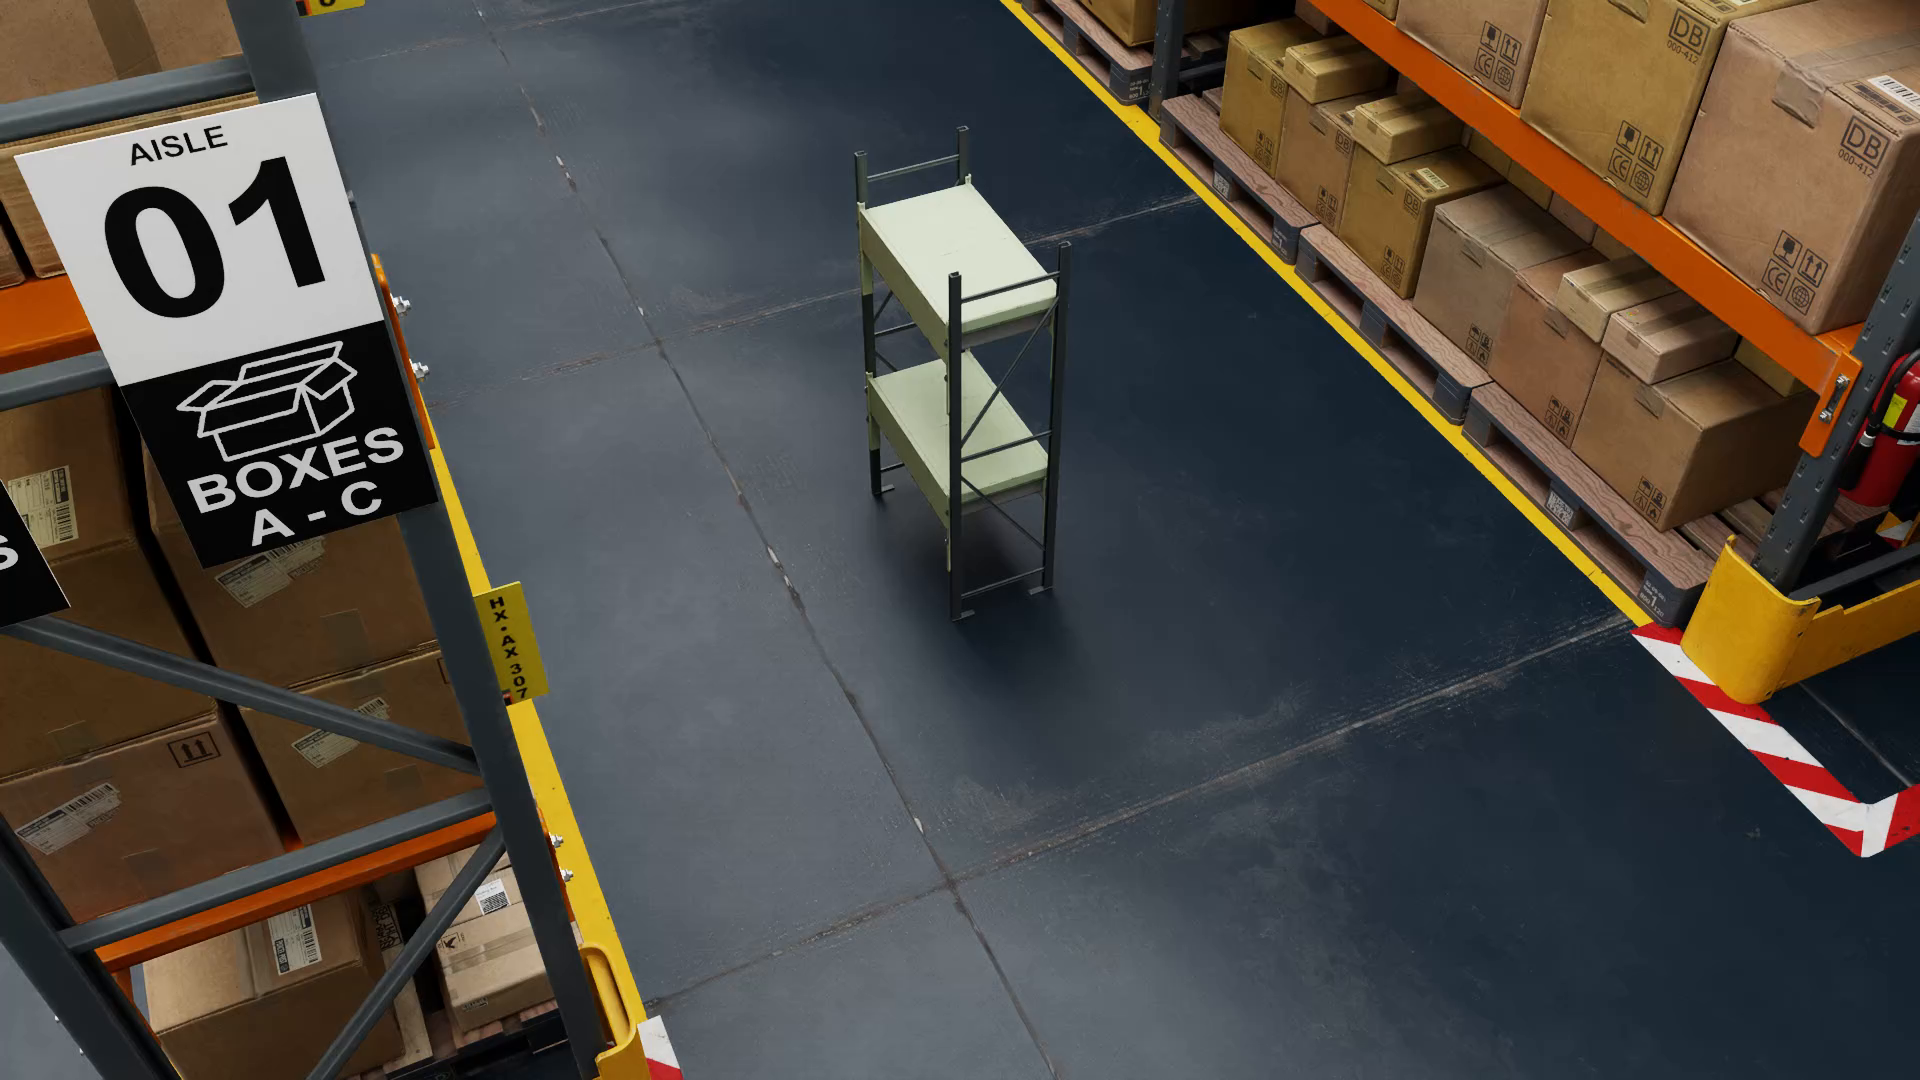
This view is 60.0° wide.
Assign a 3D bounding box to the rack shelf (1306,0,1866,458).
[{"bbox_3d":[2.272,-1.805,6.456,1.077,0.370,4.000,-18,47,-17],"label":"rack shelf"}]

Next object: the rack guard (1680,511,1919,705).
[{"bbox_3d":[3.123,0.118,5.774,1.175,0.500,0.348,-18,47,-17],"label":"rack guard"}]

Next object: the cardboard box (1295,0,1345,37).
[{"bbox_3d":[1.771,-2.470,7.637,0.380,0.149,0.250,-18,47,-18],"label":"cardboard box"}]

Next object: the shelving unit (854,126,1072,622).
[{"bbox_3d":[-0.003,-0.538,5.728,0.431,1.500,0.755,-18,47,-17],"label":"shelving unit"}]

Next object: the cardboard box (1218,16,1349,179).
[{"bbox_3d":[1.652,-2.089,7.712,0.700,0.500,0.500,-17,47,-17],"label":"cardboard box"}]

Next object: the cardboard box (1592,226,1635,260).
[{"bbox_3d":[2.643,-1.155,6.304,0.380,0.149,0.250,-18,47,-17],"label":"cardboard box"}]

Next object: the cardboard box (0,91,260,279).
[{"bbox_3d":[-1.366,-0.738,2.834,0.500,0.250,0.500,-18,47,-17],"label":"cardboard box"}]

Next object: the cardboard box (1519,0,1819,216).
[{"bbox_3d":[2.573,-1.676,5.599,0.980,0.700,0.700,-18,48,-18],"label":"cardboard box"}]

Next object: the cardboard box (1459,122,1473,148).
[{"bbox_3d":[2.211,-1.806,6.964,0.380,0.149,0.250,-18,47,-17],"label":"cardboard box"}]

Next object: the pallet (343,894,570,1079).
[{"bbox_3d":[-1.748,1.115,4.970,1.003,0.211,1.213,-18,47,-17],"label":"pallet"}]

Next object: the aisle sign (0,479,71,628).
[{"bbox_3d":[-1.630,-0.113,2.378,0.394,0.787,0.004,-18,47,-17],"label":"aisle sign"}]

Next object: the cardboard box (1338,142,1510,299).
[{"bbox_3d":[2.074,-1.440,7.054,0.700,0.500,0.500,-17,47,-16],"label":"cardboard box"}]

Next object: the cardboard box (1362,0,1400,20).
[{"bbox_3d":[1.946,-2.625,6.561,0.980,0.700,0.700,-19,48,-18],"label":"cardboard box"}]

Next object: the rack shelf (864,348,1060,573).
[{"bbox_3d":[-0.003,-0.306,5.957,0.431,0.370,0.720,-18,47,-17],"label":"rack shelf"}]

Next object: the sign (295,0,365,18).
[{"bbox_3d":[-0.888,-0.861,2.229,0.100,0.325,0.005,-18,47,-17],"label":"sign"}]

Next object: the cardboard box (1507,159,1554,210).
[{"bbox_3d":[2.427,-1.481,6.634,0.380,0.149,0.250,-18,47,-17],"label":"cardboard box"}]

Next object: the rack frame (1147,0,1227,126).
[{"bbox_3d":[1.431,-3.336,7.495,1.000,3.000,0.127,-18,47,-17],"label":"rack frame"}]

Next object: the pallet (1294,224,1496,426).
[{"bbox_3d":[2.196,-1.057,7.171,1.003,0.211,1.213,-18,47,-17],"label":"pallet"}]

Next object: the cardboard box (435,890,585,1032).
[{"bbox_3d":[-1.245,1.169,4.647,0.380,0.149,0.250,-18,47,-17],"label":"cardboard box"}]

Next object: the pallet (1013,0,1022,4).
[{"bbox_3d":[0.521,-3.591,9.739,1.003,0.211,1.213,-18,47,-17],"label":"pallet"}]

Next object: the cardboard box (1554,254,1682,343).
[{"bbox_3d":[2.400,-0.884,6.030,0.380,0.149,0.250,-17,47,-16],"label":"cardboard box"}]

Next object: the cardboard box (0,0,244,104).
[{"bbox_3d":[-1.360,-0.918,2.660,0.500,0.250,0.500,-18,47,-17],"label":"cardboard box"}]

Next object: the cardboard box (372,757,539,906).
[{"bbox_3d":[-1.562,0.752,4.997,0.500,0.250,0.500,-18,47,-17],"label":"cardboard box"}]

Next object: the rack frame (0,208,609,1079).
[{"bbox_3d":[-1.380,0.679,3.427,1.000,3.000,0.127,-18,47,-17],"label":"rack frame"}]

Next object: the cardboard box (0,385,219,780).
[{"bbox_3d":[-1.817,0.085,3.245,0.500,0.500,0.500,-18,48,-18],"label":"cardboard box"}]

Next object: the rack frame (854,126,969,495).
[{"bbox_3d":[-0.157,-0.771,5.964,0.400,1.500,0.023,-18,47,-17],"label":"rack frame"}]

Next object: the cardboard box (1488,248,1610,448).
[{"bbox_3d":[2.517,-0.782,6.387,0.700,0.500,0.500,-18,47,-18],"label":"cardboard box"}]

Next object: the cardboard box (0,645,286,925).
[{"bbox_3d":[-1.816,0.438,3.599,0.500,0.500,0.500,-17,47,-16],"label":"cardboard box"}]

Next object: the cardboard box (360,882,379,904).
[{"bbox_3d":[-1.921,0.972,4.833,0.380,0.166,0.250,-18,47,-17],"label":"cardboard box"}]

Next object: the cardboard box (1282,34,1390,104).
[{"bbox_3d":[1.631,-2.047,7.208,0.380,0.149,0.250,-17,47,-16],"label":"cardboard box"}]

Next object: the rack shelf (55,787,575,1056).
[{"bbox_3d":[-2.221,-0.340,4.971,1.077,0.370,4.000,-18,47,-17],"label":"rack shelf"}]
